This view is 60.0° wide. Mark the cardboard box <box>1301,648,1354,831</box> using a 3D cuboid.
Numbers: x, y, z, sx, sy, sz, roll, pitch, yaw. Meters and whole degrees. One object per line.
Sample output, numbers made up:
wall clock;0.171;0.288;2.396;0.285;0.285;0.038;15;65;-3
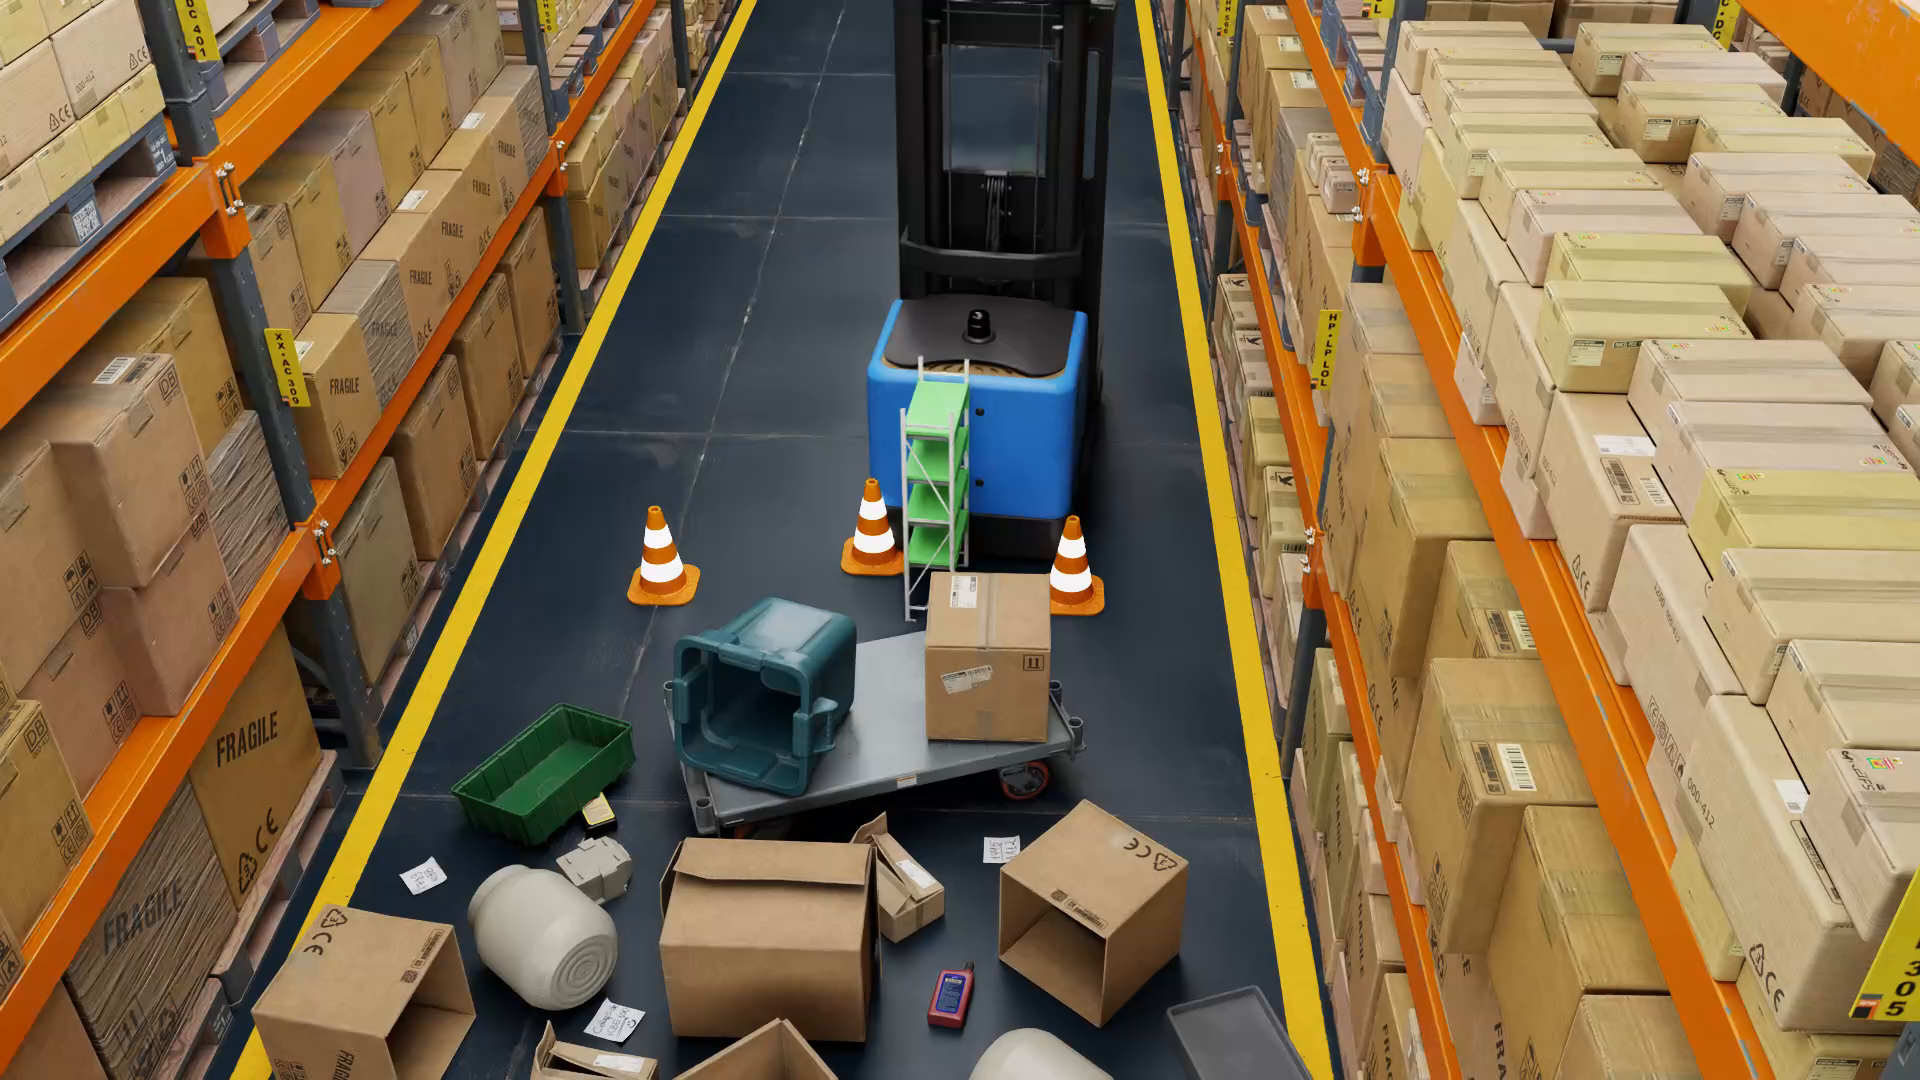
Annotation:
cardboard box;1.606;0.773;6.361;0.500;0.500;0.500;3;35;4

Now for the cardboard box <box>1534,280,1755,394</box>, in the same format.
cardboard box;1.485;-0.442;3.632;0.380;0.149;0.250;2;35;3

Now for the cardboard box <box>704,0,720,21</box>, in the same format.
cardboard box;-2.382;-4.813;15.049;0.380;0.149;0.250;0;35;1

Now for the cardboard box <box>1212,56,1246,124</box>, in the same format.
cardboard box;1.821;-2.740;10.116;0.500;0.250;0.500;0;35;0

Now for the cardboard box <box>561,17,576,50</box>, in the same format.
cardboard box;-2.649;-3.191;10.481;0.380;0.149;0.250;3;35;4

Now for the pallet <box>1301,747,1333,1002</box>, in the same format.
pallet;1.908;1.321;6.632;1.003;0.211;1.213;1;35;2

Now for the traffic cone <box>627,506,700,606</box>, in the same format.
traffic cone;-1.488;0.040;8.237;0.336;0.463;0.334;1;35;2

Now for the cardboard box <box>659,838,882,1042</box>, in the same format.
cardboard box;-0.691;1.452;6.073;0.797;0.637;0.503;1;35;2

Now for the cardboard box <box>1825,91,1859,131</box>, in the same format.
cardboard box;6.925;-3.260;12.535;0.500;0.500;0.500;1;35;1

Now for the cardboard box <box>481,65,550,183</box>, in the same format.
cardboard box;-2.640;-2.337;9.325;0.500;0.500;0.500;1;35;2

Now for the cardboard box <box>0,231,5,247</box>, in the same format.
cardboard box;-2.787;-0.800;4.382;0.380;0.149;0.250;2;35;3

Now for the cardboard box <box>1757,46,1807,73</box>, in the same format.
cardboard box;6.909;-4.022;13.925;0.380;0.149;0.250;0;35;0

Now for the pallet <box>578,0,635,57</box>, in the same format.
pallet;-2.852;-3.621;11.405;1.003;0.211;1.213;1;35;2

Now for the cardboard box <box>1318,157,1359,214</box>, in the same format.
cardboard box;1.707;-1.473;6.908;0.380;0.149;0.250;0;35;1

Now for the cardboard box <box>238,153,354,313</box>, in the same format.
cardboard box;-3.018;-1.294;6.971;0.700;0.500;0.500;1;35;1

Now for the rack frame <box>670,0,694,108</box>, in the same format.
rack frame;-2.730;-4.859;13.001;1.000;3.000;0.127;1;35;2

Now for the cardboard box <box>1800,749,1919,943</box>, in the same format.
cardboard box;1.457;0.440;2.377;0.380;0.149;0.250;2;35;2

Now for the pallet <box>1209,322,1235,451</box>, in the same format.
pallet;2.027;-0.915;9.814;1.003;0.211;1.213;1;35;2

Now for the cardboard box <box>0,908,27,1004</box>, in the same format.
cardboard box;-3.094;1.125;4.356;0.875;0.550;0.550;1;35;2

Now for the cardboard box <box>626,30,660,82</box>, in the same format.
cardboard box;-2.541;-3.586;12.346;0.500;0.250;0.500;3;35;4

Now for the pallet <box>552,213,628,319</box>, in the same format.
pallet;-2.857;-1.869;11.171;1.003;0.211;1.213;1;35;2

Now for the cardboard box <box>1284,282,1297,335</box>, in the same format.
cardboard box;1.653;-1.024;7.397;0.380;0.149;0.250;2;35;2

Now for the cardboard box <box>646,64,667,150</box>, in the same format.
cardboard box;-2.529;-3.282;12.566;0.500;0.500;0.500;1;35;1

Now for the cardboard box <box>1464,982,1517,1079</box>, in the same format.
cardboard box;1.510;1.323;3.858;0.500;0.500;0.500;1;35;2

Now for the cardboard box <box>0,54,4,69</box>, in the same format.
cardboard box;-2.778;-1.276;4.366;0.380;0.149;0.250;2;35;3

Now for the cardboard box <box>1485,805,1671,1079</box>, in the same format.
cardboard box;1.569;0.931;3.547;0.700;0.500;0.500;2;35;2

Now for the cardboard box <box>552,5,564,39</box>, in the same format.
cardboard box;-2.661;-3.180;10.207;0.380;0.149;0.250;3;35;4

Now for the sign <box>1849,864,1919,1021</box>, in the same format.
sign;1.185;0.478;2.028;0.100;0.325;0.005;1;35;2

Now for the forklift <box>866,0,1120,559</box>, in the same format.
forklift;0.252;-1.938;8.904;1.130;2.935;3.031;5;35;7

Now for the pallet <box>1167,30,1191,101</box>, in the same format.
pallet;2.329;-4.097;14.342;1.003;0.211;1.213;1;35;2

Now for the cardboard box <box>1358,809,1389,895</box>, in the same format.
cardboard box;1.514;1.028;5.434;0.380;0.149;0.250;3;35;5

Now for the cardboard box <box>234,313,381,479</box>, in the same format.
cardboard box;-2.761;-0.599;6.853;0.500;0.500;0.500;2;35;2

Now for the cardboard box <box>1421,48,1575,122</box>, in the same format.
cardboard box;1.579;-1.334;4.901;0.380;0.149;0.250;2;35;3

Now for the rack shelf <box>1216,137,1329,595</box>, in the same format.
rack shelf;1.980;-1.061;8.223;1.077;0.370;4.000;1;35;2

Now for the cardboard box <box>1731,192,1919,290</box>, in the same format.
cardboard box;2.120;-0.723;4.032;0.380;0.149;0.250;2;35;2

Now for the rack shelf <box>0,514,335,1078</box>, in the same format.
rack shelf;-3.131;1.181;5.033;1.077;0.370;4.000;1;35;2

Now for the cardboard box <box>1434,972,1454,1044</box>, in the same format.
cardboard box;1.521;1.238;4.544;0.380;0.149;0.250;1;35;1

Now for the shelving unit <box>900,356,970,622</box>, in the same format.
shelving unit;-0.112;-0.225;7.973;0.258;1.200;0.503;5;35;7

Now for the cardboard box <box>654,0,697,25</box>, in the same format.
cardboard box;-2.438;-4.458;14.027;0.380;0.149;0.250;3;35;4

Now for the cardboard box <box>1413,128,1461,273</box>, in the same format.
cardboard box;1.596;-0.951;4.703;0.500;0.250;0.500;1;35;1

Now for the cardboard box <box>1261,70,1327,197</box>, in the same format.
cardboard box;1.782;-1.981;8.195;0.500;0.500;0.500;2;35;3

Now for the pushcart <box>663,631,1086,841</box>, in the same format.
pushcart;-0.381;0.843;7.169;1.648;0.377;0.936;-10;36;-14

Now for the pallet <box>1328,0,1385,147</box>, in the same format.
pallet;2.030;-1.709;6.073;1.213;0.211;1.003;1;35;2

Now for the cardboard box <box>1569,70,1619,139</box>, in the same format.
cardboard box;2.150;-1.233;5.105;0.500;0.250;0.500;1;35;1

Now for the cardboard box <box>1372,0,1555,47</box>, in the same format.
cardboard box;1.778;-1.883;5.923;0.500;0.250;0.500;1;35;1

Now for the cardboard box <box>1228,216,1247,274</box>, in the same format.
cardboard box;2.171;-2.202;10.703;0.875;0.875;0.875;1;35;1

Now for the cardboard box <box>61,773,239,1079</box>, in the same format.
cardboard box;-3.178;1.313;5.702;0.875;0.875;0.875;2;35;2

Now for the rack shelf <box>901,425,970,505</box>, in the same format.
rack shelf;-0.112;-0.369;7.872;0.258;0.148;0.480;5;35;7

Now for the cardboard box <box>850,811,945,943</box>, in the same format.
cardboard box;-0.278;1.331;6.571;0.258;0.266;0.396;-24;42;-30

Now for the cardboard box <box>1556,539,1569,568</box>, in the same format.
cardboard box;1.553;0.021;3.667;0.380;0.149;0.250;0;35;1

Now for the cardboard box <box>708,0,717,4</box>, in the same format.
cardboard box;-2.379;-4.931;14.959;0.380;0.149;0.250;1;35;2

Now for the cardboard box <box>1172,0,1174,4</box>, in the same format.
cardboard box;2.426;-5.317;15.515;0.875;0.438;0.875;2;35;3
